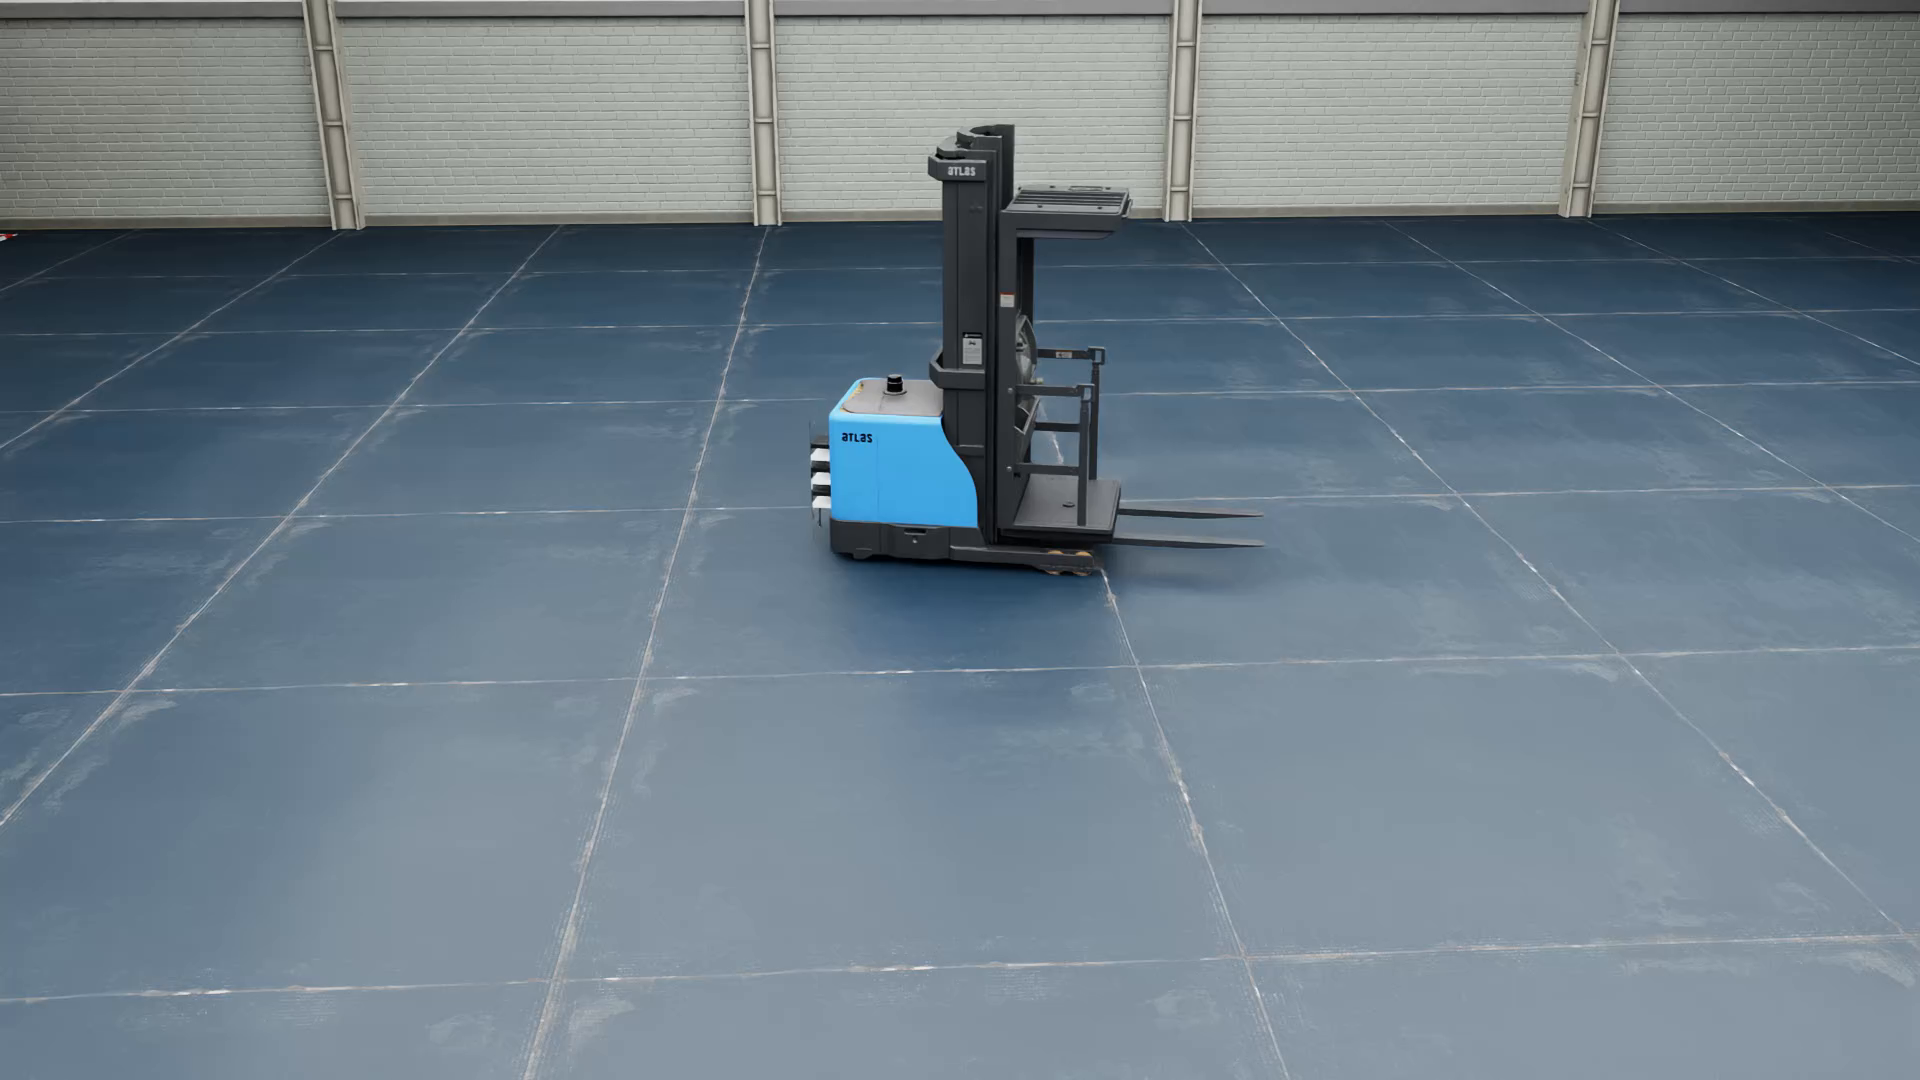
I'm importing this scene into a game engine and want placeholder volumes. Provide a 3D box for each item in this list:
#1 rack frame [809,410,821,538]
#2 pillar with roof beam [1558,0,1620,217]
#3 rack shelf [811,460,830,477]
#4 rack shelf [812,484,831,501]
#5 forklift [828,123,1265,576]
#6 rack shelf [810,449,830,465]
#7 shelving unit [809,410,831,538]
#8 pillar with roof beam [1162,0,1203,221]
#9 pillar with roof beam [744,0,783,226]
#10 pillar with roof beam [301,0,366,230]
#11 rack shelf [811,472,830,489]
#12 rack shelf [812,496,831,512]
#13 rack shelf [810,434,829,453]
[{"bbox_3d":[-1.057,-0.479,12.115,0.006,0.900,0.240,3,21,8],"label":"rack frame"},{"bbox_3d":[9.434,-7.532,19.256,0.400,9.000,9.100,-1,21,-3],"label":"pillar with roof beam"},{"bbox_3d":[-0.956,-0.527,12.081,0.200,0.077,0.258,3,21,8],"label":"rack shelf"},{"bbox_3d":[-0.956,-0.359,12.145,0.200,0.077,0.258,3,21,8],"label":"rack shelf"},{"bbox_3d":[0.643,-1.323,11.476,3.031,2.935,1.130,3,21,8],"label":"forklift"},{"bbox_3d":[-0.956,-0.611,12.049,0.200,0.077,0.258,3,21,8],"label":"rack shelf"},{"bbox_3d":[-0.956,-0.474,12.101,0.210,0.900,0.258,3,21,8],"label":"shelving unit"},{"bbox_3d":[3.444,-7.410,18.936,0.400,9.000,9.100,-1,21,-3],"label":"pillar with roof beam"},{"bbox_3d":[-2.547,-7.288,18.616,0.400,9.000,9.100,-1,21,-3],"label":"pillar with roof beam"},{"bbox_3d":[-8.537,-7.166,18.296,0.400,9.000,9.100,-1,21,-3],"label":"pillar with roof beam"},{"bbox_3d":[-0.956,-0.443,12.113,0.200,0.077,0.258,3,21,8],"label":"rack shelf"},{"bbox_3d":[-0.956,-0.275,12.177,0.200,0.077,0.258,3,21,8],"label":"rack shelf"},{"bbox_3d":[-0.956,-0.695,12.017,0.200,0.077,0.258,3,21,8],"label":"rack shelf"}]
